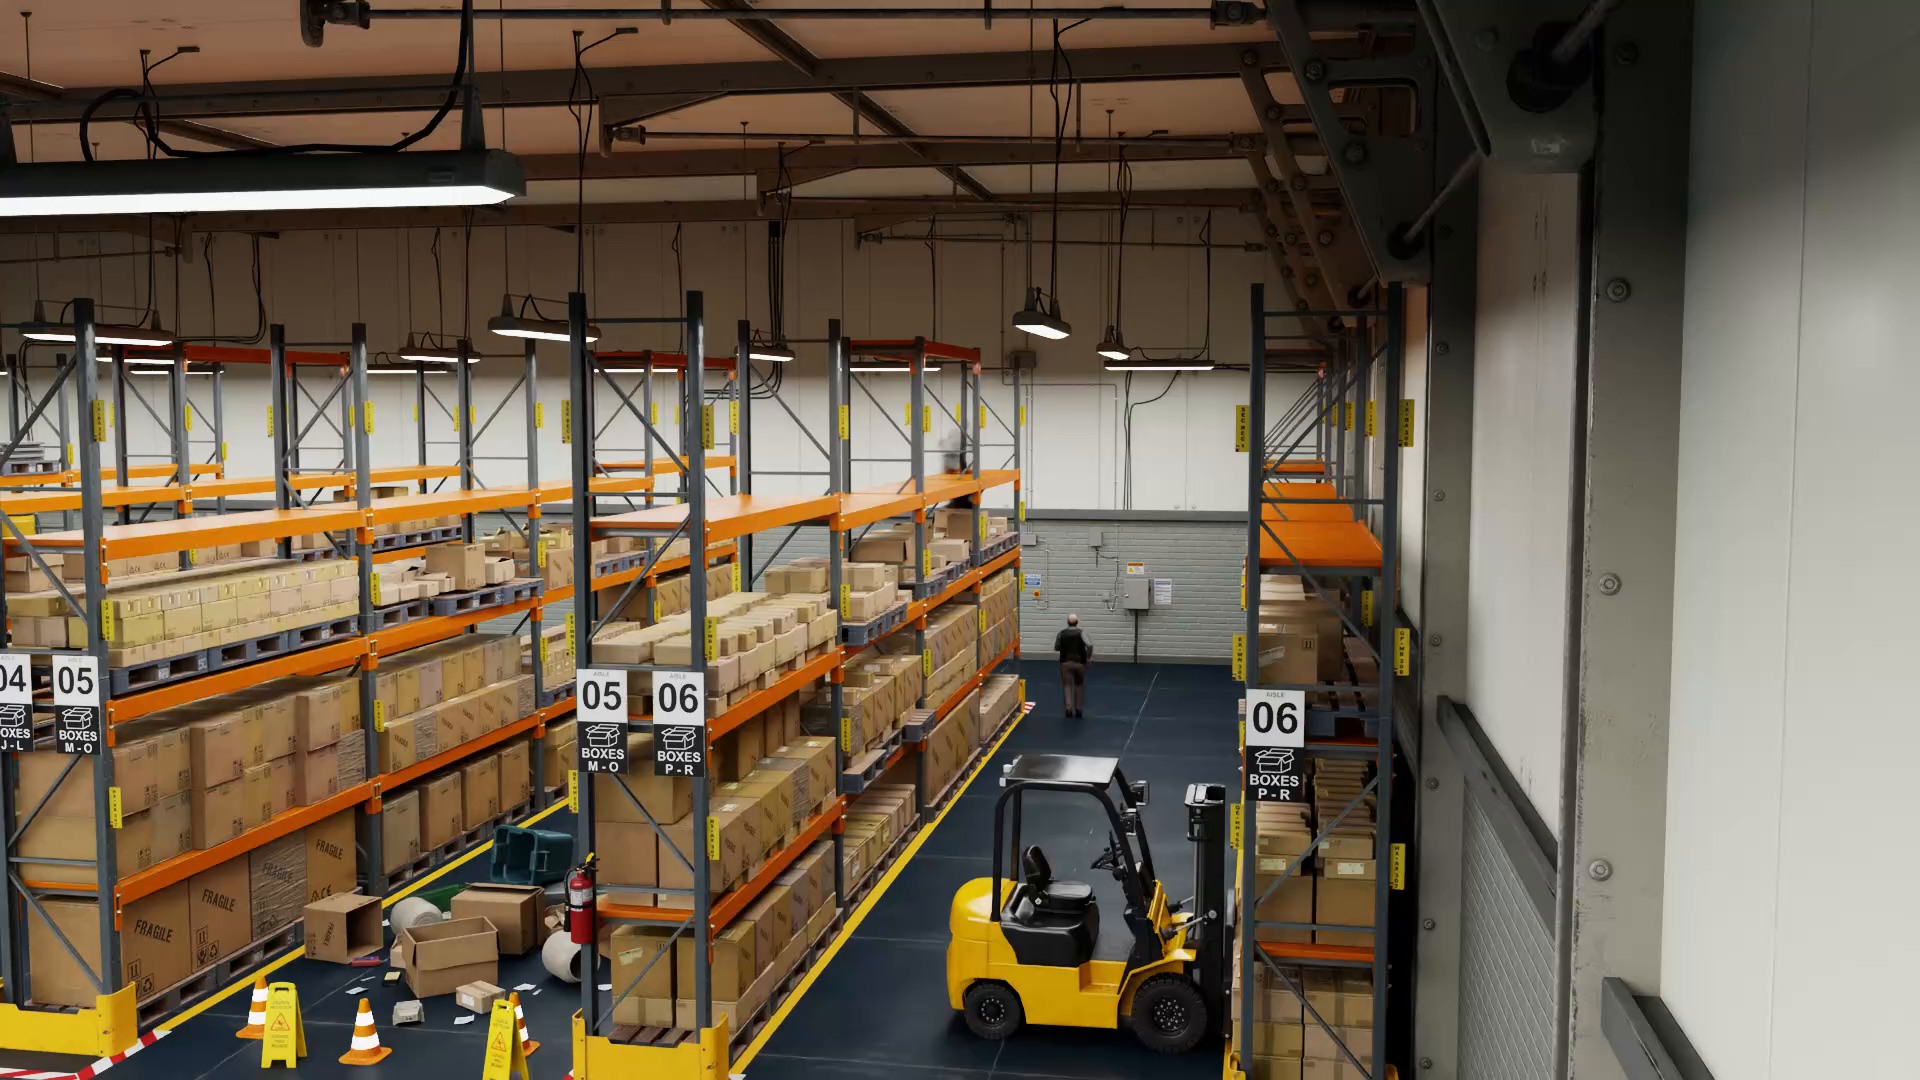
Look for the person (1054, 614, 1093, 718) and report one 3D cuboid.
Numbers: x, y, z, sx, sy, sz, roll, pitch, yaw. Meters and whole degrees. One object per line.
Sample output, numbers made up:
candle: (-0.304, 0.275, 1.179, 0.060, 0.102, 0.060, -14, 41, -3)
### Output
person: (1.865, 2.097, 27.367, 0.641, 1.765, 0.825, 0, 5, 4)
